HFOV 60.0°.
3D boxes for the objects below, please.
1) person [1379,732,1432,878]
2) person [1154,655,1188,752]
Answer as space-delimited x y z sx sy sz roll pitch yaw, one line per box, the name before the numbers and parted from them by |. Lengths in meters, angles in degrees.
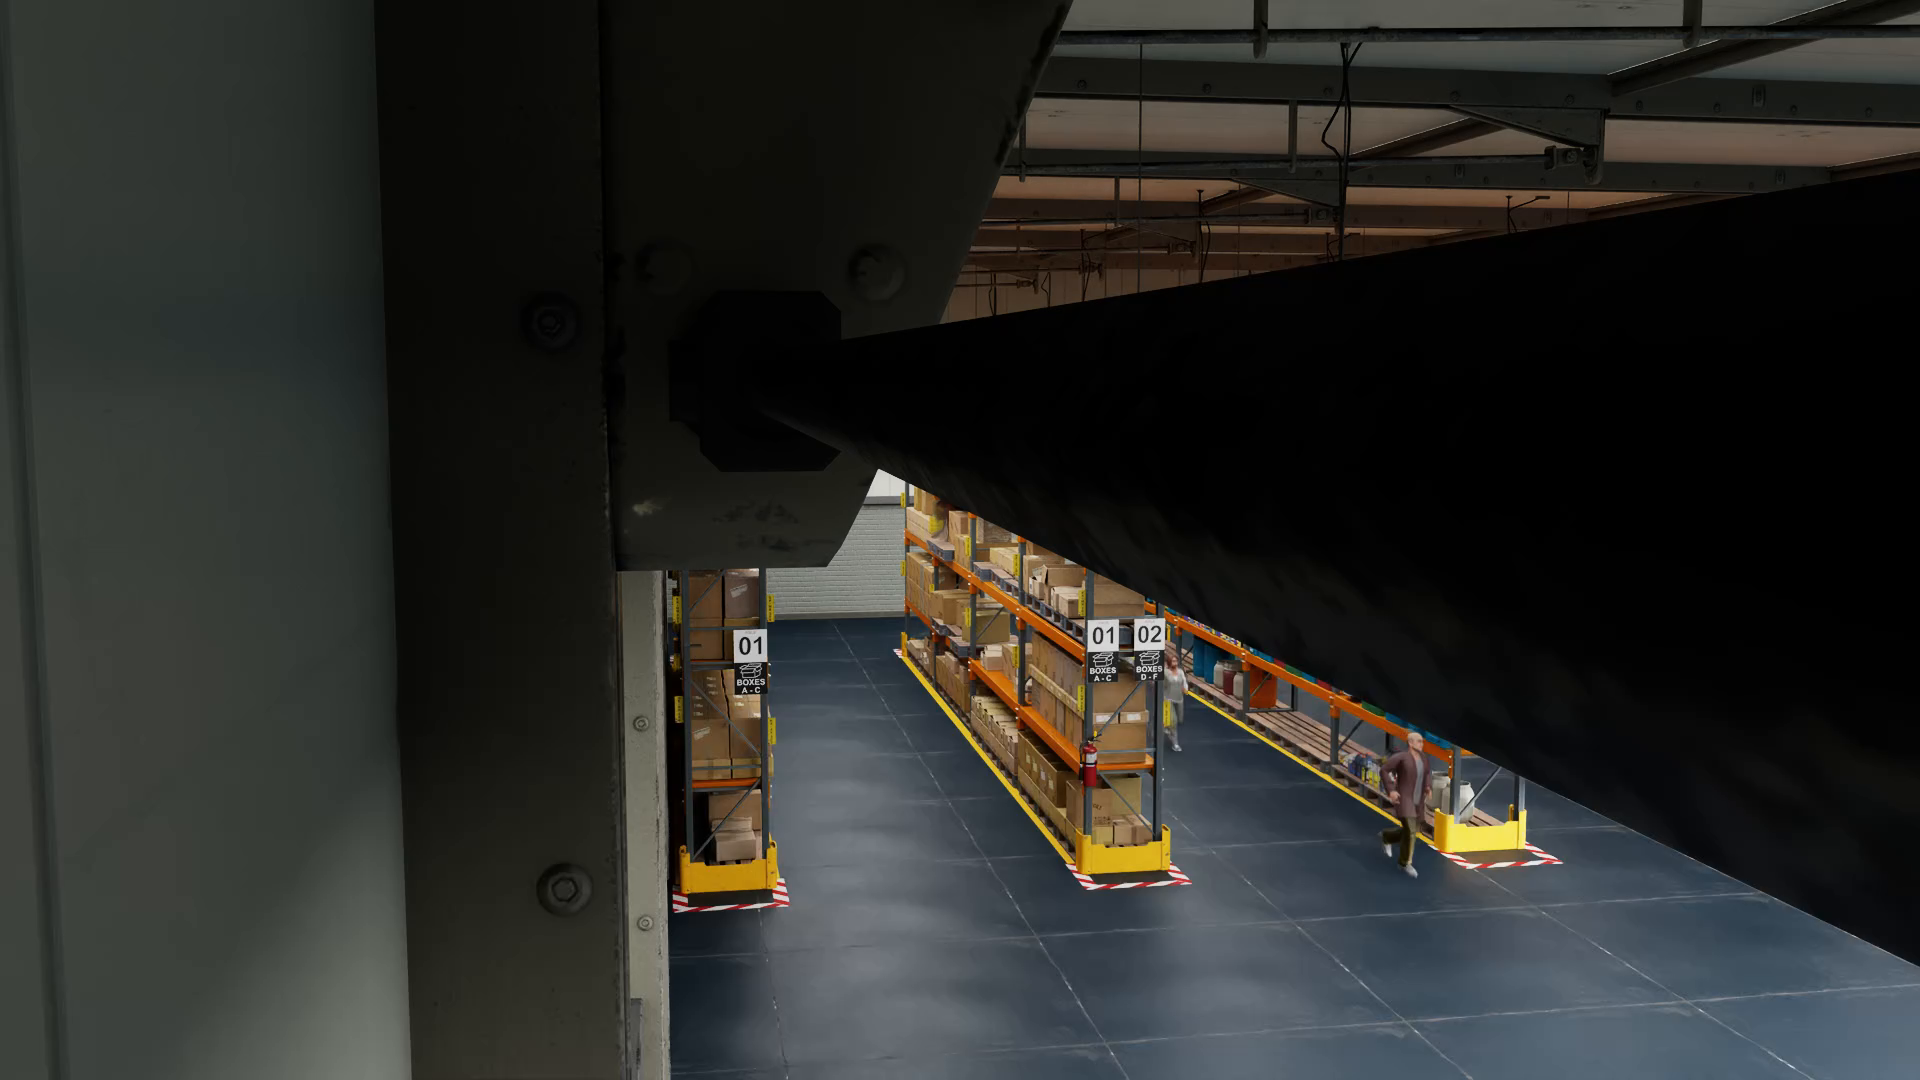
person | 5.670 3.305 21.069 0.753 1.757 0.832 -3 7 -27
person | 3.523 2.684 27.658 0.547 1.564 0.768 -2 6 -16
